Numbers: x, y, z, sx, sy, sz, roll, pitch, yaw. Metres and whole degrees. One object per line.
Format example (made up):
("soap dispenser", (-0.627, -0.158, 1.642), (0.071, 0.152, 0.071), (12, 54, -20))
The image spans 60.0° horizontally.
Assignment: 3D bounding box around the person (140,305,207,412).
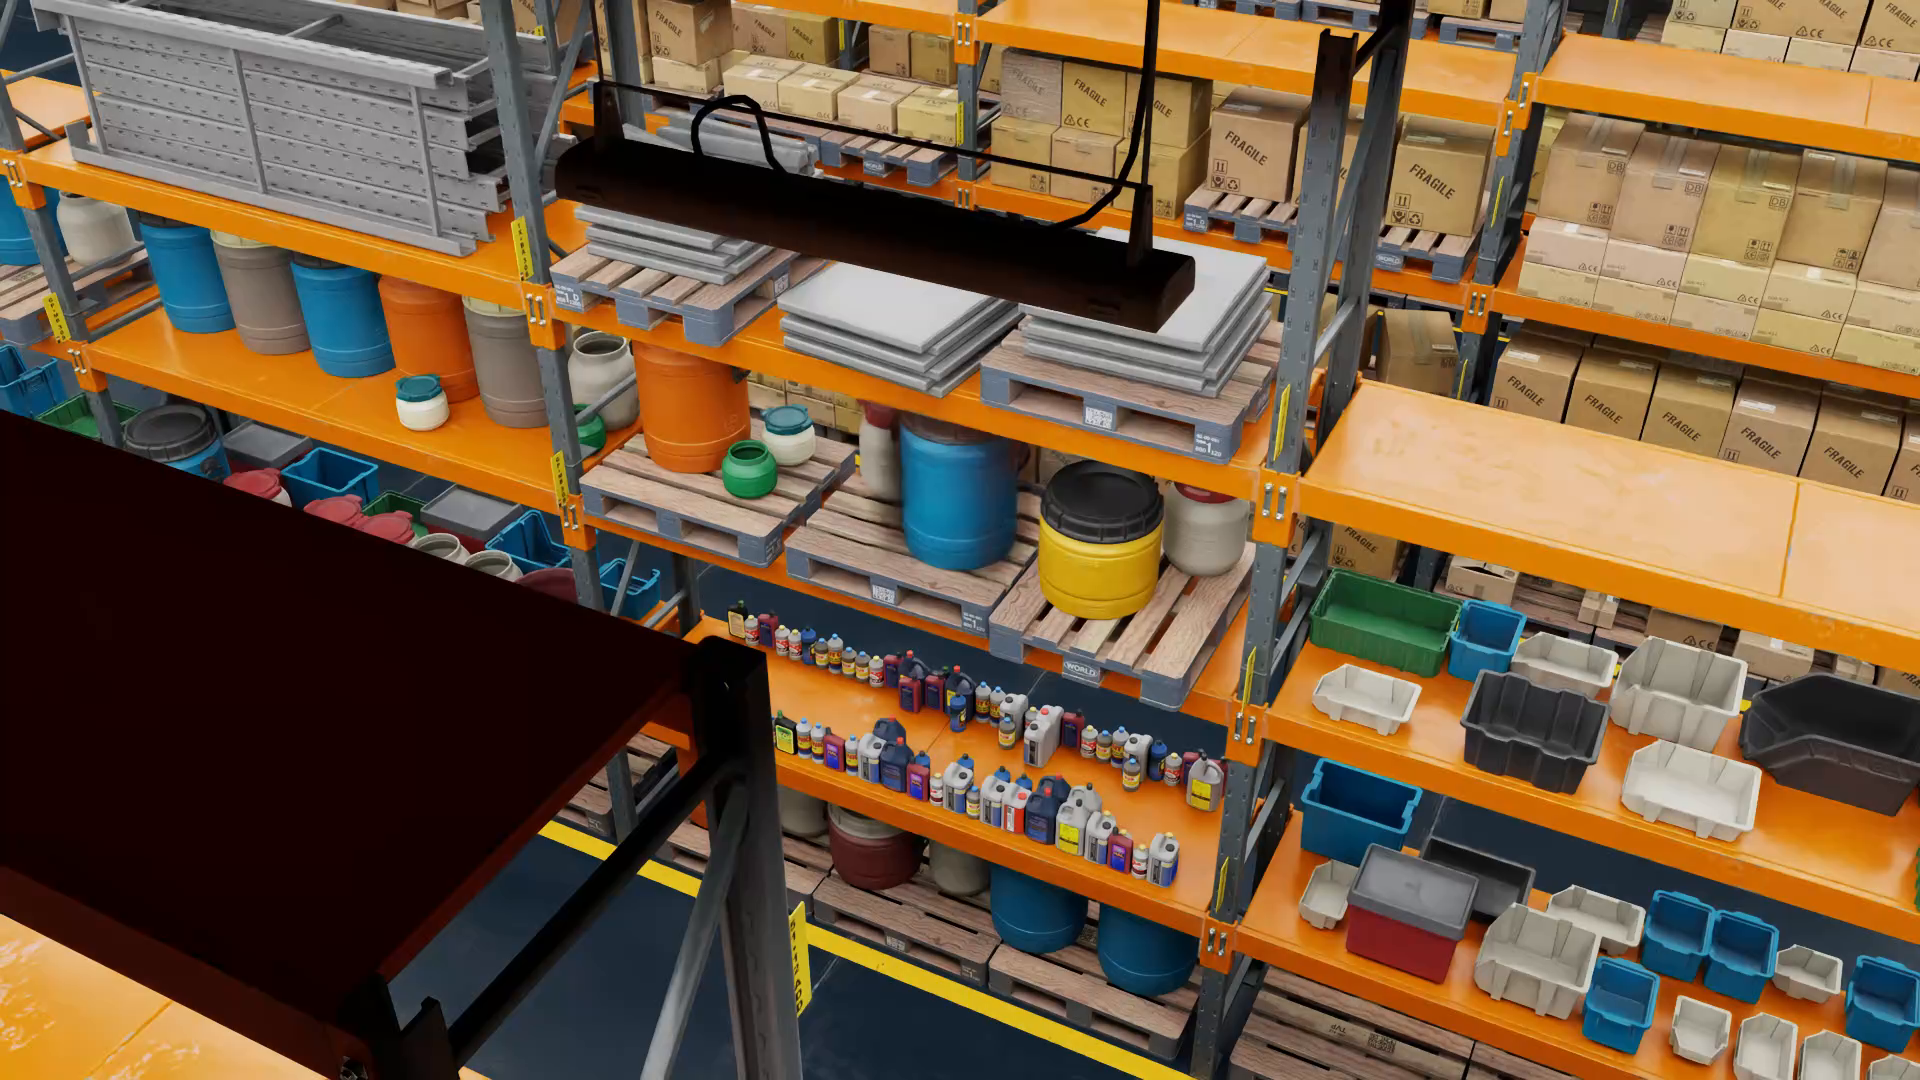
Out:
("person", (-6.717, -1.401, 14.334), (0.679, 1.816, 0.659), (4, 35, 6))
